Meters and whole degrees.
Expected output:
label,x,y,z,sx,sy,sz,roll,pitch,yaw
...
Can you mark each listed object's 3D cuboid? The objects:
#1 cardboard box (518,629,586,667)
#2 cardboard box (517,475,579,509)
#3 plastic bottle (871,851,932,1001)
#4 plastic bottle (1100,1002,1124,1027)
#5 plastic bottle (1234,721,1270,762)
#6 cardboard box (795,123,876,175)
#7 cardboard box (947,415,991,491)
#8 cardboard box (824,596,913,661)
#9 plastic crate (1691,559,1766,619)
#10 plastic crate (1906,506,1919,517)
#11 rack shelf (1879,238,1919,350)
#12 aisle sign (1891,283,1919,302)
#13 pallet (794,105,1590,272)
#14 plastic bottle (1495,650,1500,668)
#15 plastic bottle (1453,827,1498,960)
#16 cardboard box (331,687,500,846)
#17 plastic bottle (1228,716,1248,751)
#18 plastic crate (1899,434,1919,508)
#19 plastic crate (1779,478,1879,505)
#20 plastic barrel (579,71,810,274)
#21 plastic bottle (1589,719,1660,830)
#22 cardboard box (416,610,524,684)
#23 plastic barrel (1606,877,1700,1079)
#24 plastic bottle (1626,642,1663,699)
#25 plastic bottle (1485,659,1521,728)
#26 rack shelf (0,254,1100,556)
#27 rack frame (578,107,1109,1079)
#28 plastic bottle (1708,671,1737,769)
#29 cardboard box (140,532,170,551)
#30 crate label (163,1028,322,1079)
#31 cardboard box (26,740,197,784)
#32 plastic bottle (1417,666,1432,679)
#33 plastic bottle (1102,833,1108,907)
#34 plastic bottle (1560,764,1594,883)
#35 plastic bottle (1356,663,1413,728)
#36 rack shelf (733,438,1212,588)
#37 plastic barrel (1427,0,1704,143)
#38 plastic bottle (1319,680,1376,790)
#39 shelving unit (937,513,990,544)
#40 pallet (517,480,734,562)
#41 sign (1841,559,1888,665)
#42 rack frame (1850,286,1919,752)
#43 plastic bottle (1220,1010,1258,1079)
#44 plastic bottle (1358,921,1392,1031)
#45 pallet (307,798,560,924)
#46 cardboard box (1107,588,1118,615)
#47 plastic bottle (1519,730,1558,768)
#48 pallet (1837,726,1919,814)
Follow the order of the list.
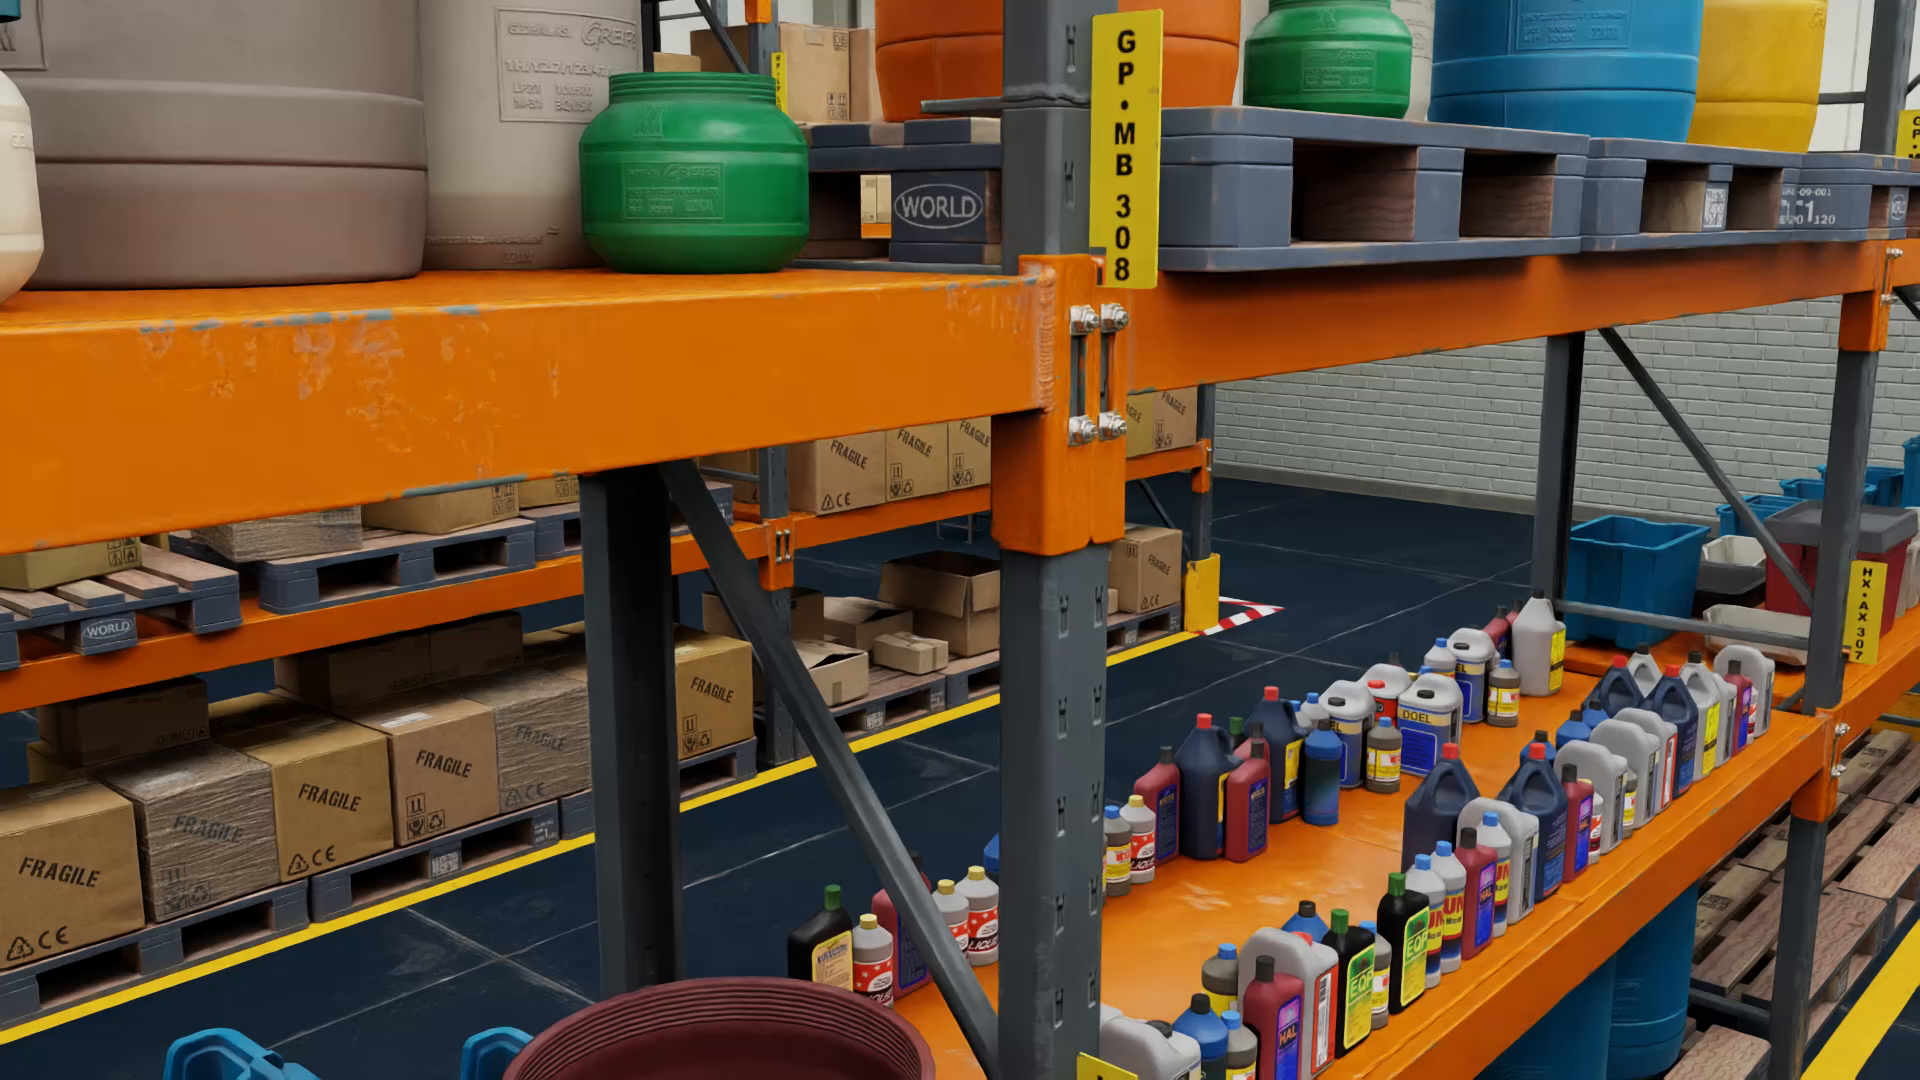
label,x,y,z,sx,sy,sz,roll,pitch,yaw
cardboard box,-2.142,0.779,8.410,0.500,0.500,0.500,10,15,41
cardboard box,-2.183,-0.455,8.004,0.500,0.500,0.700,-9,15,-39
plastic bottle,-0.119,0.788,3.406,0.061,0.283,0.133,10,15,40
plastic bottle,0.196,0.899,2.871,0.152,0.276,0.135,10,15,40
plastic bottle,0.739,0.615,4.273,0.061,0.283,0.133,10,15,40
cardboard box,-0.788,-2.032,8.676,0.500,0.250,0.500,10,15,40
cardboard box,-0.087,-0.588,9.742,0.500,0.500,0.500,10,15,40
cardboard box,-0.638,0.522,10.183,0.500,0.311,0.500,10,15,40
plastic crate,2.960,0.197,6.617,0.437,0.125,0.590,10,15,40
plastic crate,4.661,-0.055,7.846,0.396,0.136,0.243,10,15,40
rack shelf,3.743,-1.122,6.847,1.077,0.370,4.000,10,15,40
aisle sign,4.887,-1.622,8.534,0.394,0.787,0.004,10,15,40
pallet,0.360,-0.599,2.876,1.003,0.211,1.213,10,15,40
plastic bottle,1.709,0.426,5.428,0.097,0.201,0.097,0,11,0
plastic bottle,1.108,0.750,3.593,0.061,0.283,0.133,10,15,40
cardboard box,-2.404,0.990,7.355,0.500,0.500,0.500,9,14,38
plastic bottle,0.693,0.607,4.313,0.061,0.283,0.133,10,15,40
plastic crate,4.982,-0.271,8.167,0.616,0.435,0.499,10,15,40
plastic crate,4.218,-0.155,8.101,0.416,0.233,0.300,10,15,40
plastic barrel,-0.343,-0.473,2.157,0.294,0.245,0.294,0,11,0
plastic bottle,1.742,0.599,4.370,0.152,0.276,0.135,10,15,40
cardboard box,-2.458,0.479,8.000,0.500,0.250,0.500,10,15,40
plastic barrel,2.051,1.192,5.372,0.600,0.901,0.708,10,15,40
plastic bottle,1.953,0.474,4.807,0.144,0.351,0.185,10,15,40
plastic bottle,1.695,0.474,5.186,0.097,0.201,0.097,0,11,0
rack shelf,-1.538,0.055,0.954,1.077,0.370,4.000,10,15,40
rack frame,-0.218,0.879,2.651,1.000,3.000,0.127,10,15,40
plastic bottle,2.164,0.505,4.841,0.152,0.276,0.135,10,15,40
cardboard box,-5.351,-0.030,11.617,0.750,0.750,0.750,10,15,41
crate label,-1.077,0.973,2.091,0.502,0.435,0.616,10,15,40
cardboard box,-3.495,1.080,6.903,0.500,0.500,0.500,11,15,43
plastic bottle,1.428,0.489,5.114,0.097,0.201,0.097,0,11,0
plastic bottle,0.292,0.742,3.846,0.097,0.201,0.097,0,11,0
plastic bottle,1.471,0.669,3.999,0.061,0.283,0.133,10,15,40
plastic bottle,1.220,0.507,4.833,0.152,0.276,0.135,10,15,40
rack shelf,0.024,-0.292,10.350,1.077,0.370,4.000,10,15,40
plastic barrel,1.411,-1.361,3.857,0.600,0.901,0.708,10,15,40
plastic bottle,1.066,0.541,4.662,0.152,0.276,0.135,10,15,40
shelving unit,0.109,-1.054,14.627,0.431,2.100,0.503,10,15,40
pallet,-1.905,-0.153,8.307,1.003,0.211,1.213,10,15,40
sign,2.834,0.226,5.213,0.100,0.325,0.005,10,15,40
rack frame,5.063,-0.298,8.544,1.000,3.000,0.127,10,15,40
plastic bottle,0.472,0.927,2.919,0.097,0.201,0.097,0,11,0
plastic bottle,0.801,0.854,3.287,0.097,0.201,0.097,0,11,0
pallet,-2.610,1.322,7.553,1.003,0.211,1.213,10,15,40
cardboard box,0.836,0.395,11.187,0.380,0.166,0.250,10,15,40
plastic bottle,1.483,0.622,4.267,0.097,0.271,0.097,0,11,0
pallet,4.489,1.186,8.235,1.003,0.211,1.213,10,15,40
